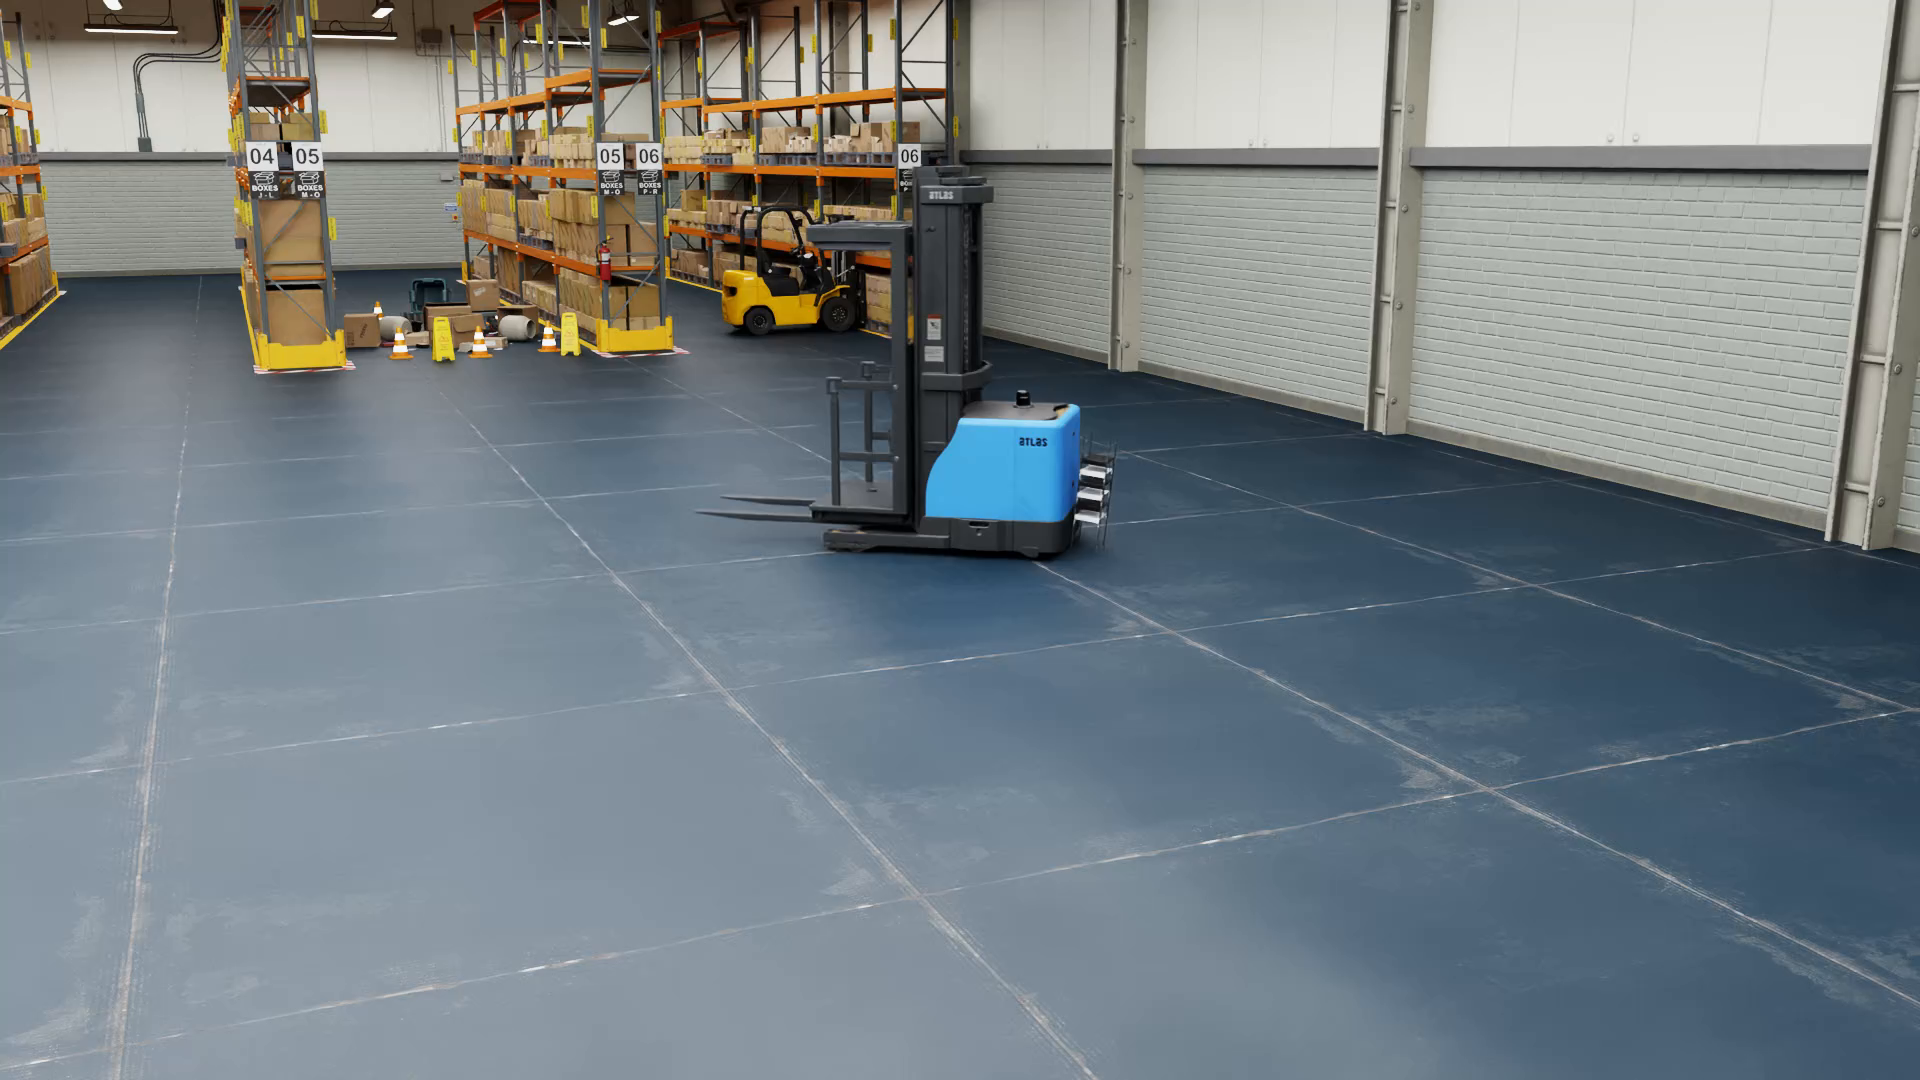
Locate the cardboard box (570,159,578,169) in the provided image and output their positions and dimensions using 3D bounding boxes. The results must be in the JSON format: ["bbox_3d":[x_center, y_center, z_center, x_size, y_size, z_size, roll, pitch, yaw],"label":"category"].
[{"bbox_3d":[-6.191,-6.181,27.328,0.380,0.149,0.250,-6,14,-24],"label":"cardboard box"}]

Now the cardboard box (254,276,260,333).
[{"bbox_3d":[-11.045,-3.872,27.227,0.875,0.875,0.875,-5,14,-22],"label":"cardboard box"}]

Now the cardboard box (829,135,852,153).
[{"bbox_3d":[-2.081,-7.233,30.361,0.500,0.311,0.500,-5,14,-22],"label":"cardboard box"}]

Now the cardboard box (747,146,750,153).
[{"bbox_3d":[-4.324,-8.328,35.496,0.380,0.149,0.250,-5,14,-22],"label":"cardboard box"}]

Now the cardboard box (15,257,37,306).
[{"bbox_3d":[-18.389,-4.919,31.750,1.225,0.875,0.875,-6,14,-25],"label":"cardboard box"}]

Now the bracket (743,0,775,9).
[{"bbox_3d":[-3.969,-11.656,35.794,0.076,0.066,4.783,-6,14,-23],"label":"bracket"}]

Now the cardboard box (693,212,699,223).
[{"bbox_3d":[-6.038,-7.666,39.511,0.500,0.250,0.500,-6,14,-23],"label":"cardboard box"}]

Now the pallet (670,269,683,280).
[{"bbox_3d":[-6.647,-6.696,41.833,1.003,0.211,1.213,-6,14,-23],"label":"pallet"}]

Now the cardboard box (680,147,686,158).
[{"bbox_3d":[-6.426,-9.337,40.080,0.500,0.250,0.500,-6,14,-24],"label":"cardboard box"}]

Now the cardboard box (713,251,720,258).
[{"bbox_3d":[-5.496,-6.613,38.464,0.380,0.149,0.250,-5,14,-20],"label":"cardboard box"}]

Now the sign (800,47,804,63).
[{"bbox_3d":[-3.286,-10.088,34.576,0.100,0.325,0.005,-6,14,-23],"label":"sign"}]

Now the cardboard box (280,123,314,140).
[{"bbox_3d":[-9.589,-5.921,24.170,0.500,0.250,0.500,-6,14,-23],"label":"cardboard box"}]

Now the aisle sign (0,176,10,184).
[{"bbox_3d":[-20.929,-8.145,36.144,0.394,0.787,0.004,-6,14,-23],"label":"aisle sign"}]

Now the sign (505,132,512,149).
[{"bbox_3d":[-8.852,-7.836,32.601,0.100,0.325,0.005,-6,14,-23],"label":"sign"}]

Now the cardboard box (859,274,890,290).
[{"bbox_3d":[-1.480,-4.557,29.354,0.500,0.250,0.500,-5,14,-22],"label":"cardboard box"}]

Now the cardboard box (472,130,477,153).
[{"bbox_3d":[-10.875,-9.119,38.091,0.500,0.500,0.500,-5,14,-22],"label":"cardboard box"}]

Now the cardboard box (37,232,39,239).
[{"bbox_3d":[-19.462,-6.355,34.732,0.380,0.149,0.250,-6,14,-25],"label":"cardboard box"}]

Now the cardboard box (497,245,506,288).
[{"bbox_3d":[-9.621,-6.008,36.456,0.875,0.875,0.875,-5,14,-21],"label":"cardboard box"}]

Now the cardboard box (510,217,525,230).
[{"bbox_3d":[-8.767,-6.380,33.510,0.500,0.250,0.500,-6,14,-23],"label":"cardboard box"}]

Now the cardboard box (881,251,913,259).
[{"bbox_3d":[-1.027,-5.056,28.340,0.500,0.500,0.500,-6,14,-24],"label":"cardboard box"}]

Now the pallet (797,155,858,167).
[{"bbox_3d":[-2.556,-7.305,32.051,0.805,0.209,1.217,-6,14,-25],"label":"pallet"}]

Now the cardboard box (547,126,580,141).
[{"bbox_3d":[-7.087,-7.251,29.688,0.500,0.250,0.500,-5,14,-22],"label":"cardboard box"}]

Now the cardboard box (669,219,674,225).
[{"bbox_3d":[-7.118,-8.020,41.925,0.380,0.149,0.250,-6,14,-23],"label":"cardboard box"}]

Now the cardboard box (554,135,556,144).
[{"bbox_3d":[-6.780,-6.888,28.616,0.380,0.149,0.250,-5,14,-21],"label":"cardboard box"}]

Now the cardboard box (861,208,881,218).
[{"bbox_3d":[-1.529,-5.748,29.235,0.380,0.149,0.250,-5,14,-22],"label":"cardboard box"}]

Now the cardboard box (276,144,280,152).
[{"bbox_3d":[-11.662,-6.612,27.811,0.500,0.250,0.500,-5,14,-22],"label":"cardboard box"}]

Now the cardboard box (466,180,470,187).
[{"bbox_3d":[-11.365,-8.375,39.024,0.380,0.149,0.250,-6,14,-25],"label":"cardboard box"}]

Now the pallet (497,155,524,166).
[{"bbox_3d":[-8.647,-7.630,33.453,1.213,0.211,1.003,-5,14,-20],"label":"pallet"}]

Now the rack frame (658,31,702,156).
[{"bbox_3d":[-6.998,-11.158,41.621,1.000,3.000,0.127,-6,14,-23],"label":"rack frame"}]

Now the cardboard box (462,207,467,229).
[{"bbox_3d":[-11.615,-7.709,39.805,0.500,0.500,0.500,-6,14,-23],"label":"cardboard box"}]

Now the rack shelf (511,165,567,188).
[{"bbox_3d":[-7.539,-6.831,31.173,1.077,0.370,4.000,-6,14,-23],"label":"rack shelf"}]

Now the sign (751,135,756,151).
[{"bbox_3d":[-4.292,-8.247,34.550,0.100,0.325,0.005,-6,14,-23],"label":"sign"}]

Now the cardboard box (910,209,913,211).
[{"bbox_3d":[-0.720,-5.638,28.757,0.380,0.149,0.250,-5,14,-22],"label":"cardboard box"}]

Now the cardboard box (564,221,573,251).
[{"bbox_3d":[-6.405,-5.177,28.206,0.500,0.500,0.500,-6,14,-23],"label":"cardboard box"}]

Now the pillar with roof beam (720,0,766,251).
[{"bbox_3d":[-8.793,-10.168,37.344,9.100,9.000,0.548,-6,14,-23],"label":"pillar with roof beam"}]

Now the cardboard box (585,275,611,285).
[{"bbox_3d":[-5.904,-4.238,27.094,0.380,0.149,0.250,-5,14,-21],"label":"cardboard box"}]

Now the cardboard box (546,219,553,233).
[{"bbox_3d":[-7.133,-5.779,29.876,0.500,0.500,0.500,-6,14,-24],"label":"cardboard box"}]

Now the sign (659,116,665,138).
[{"bbox_3d":[-4.638,-6.416,25.850,0.100,0.325,0.005,-6,14,-23],"label":"sign"}]

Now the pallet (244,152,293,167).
[{"bbox_3d":[-9.937,-5.583,24.382,1.003,0.211,1.213,-6,14,-23],"label":"pallet"}]

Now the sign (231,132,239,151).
[{"bbox_3d":[-13.333,-7.330,30.587,0.100,0.325,0.005,-6,14,-23],"label":"sign"}]

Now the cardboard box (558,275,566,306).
[{"bbox_3d":[-6.749,-4.391,29.191,0.500,0.500,0.500,-5,14,-20],"label":"cardboard box"}]

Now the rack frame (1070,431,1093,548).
[{"bbox_3d":[0.950,-0.393,12.985,0.006,0.900,0.240,11,16,18],"label":"rack frame"}]

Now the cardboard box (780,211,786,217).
[{"bbox_3d":[-3.409,-6.589,33.524,0.380,0.149,0.250,-5,14,-22],"label":"cardboard box"}]

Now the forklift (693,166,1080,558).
[{"bbox_3d":[-0.600,-1.442,13.098,3.031,2.935,1.130,3,13,12],"label":"forklift"}]

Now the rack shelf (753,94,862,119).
[{"bbox_3d":[-2.992,-8.546,32.821,1.077,0.370,4.000,-6,14,-23],"label":"rack shelf"}]

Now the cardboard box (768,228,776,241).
[{"bbox_3d":[-3.643,-6.291,34.231,0.500,0.250,0.500,-6,14,-24],"label":"cardboard box"}]

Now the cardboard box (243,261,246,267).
[{"bbox_3d":[-16.141,-6.284,37.942,0.380,0.149,0.250,-6,14,-26],"label":"cardboard box"}]

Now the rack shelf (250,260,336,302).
[{"bbox_3d":[-10.432,-4.075,25.919,1.077,0.370,4.000,-6,14,-23],"label":"rack shelf"}]

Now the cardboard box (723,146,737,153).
[{"bbox_3d":[-5.001,-8.588,36.574,0.380,0.149,0.250,-5,14,-22],"label":"cardboard box"}]

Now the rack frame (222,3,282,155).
[{"bbox_3d":[-14.437,-9.414,34.088,1.000,3.000,0.127,-6,14,-23],"label":"rack frame"}]

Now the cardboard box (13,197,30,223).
[{"bbox_3d":[-18.980,-6.623,33.345,0.500,0.500,0.500,-6,14,-23],"label":"cardboard box"}]

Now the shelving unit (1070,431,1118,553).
[{"bbox_3d":[1.045,-0.375,12.954,0.210,0.900,0.258,11,16,18],"label":"shelving unit"}]

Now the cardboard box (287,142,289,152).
[{"bbox_3d":[-10.182,-6.069,25.692,0.380,0.149,0.250,-6,14,-23],"label":"cardboard box"}]

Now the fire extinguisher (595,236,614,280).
[{"bbox_3d":[-5.512,-4.377,25.801,0.296,0.674,0.183,-6,14,-23],"label":"fire extinguisher"}]
